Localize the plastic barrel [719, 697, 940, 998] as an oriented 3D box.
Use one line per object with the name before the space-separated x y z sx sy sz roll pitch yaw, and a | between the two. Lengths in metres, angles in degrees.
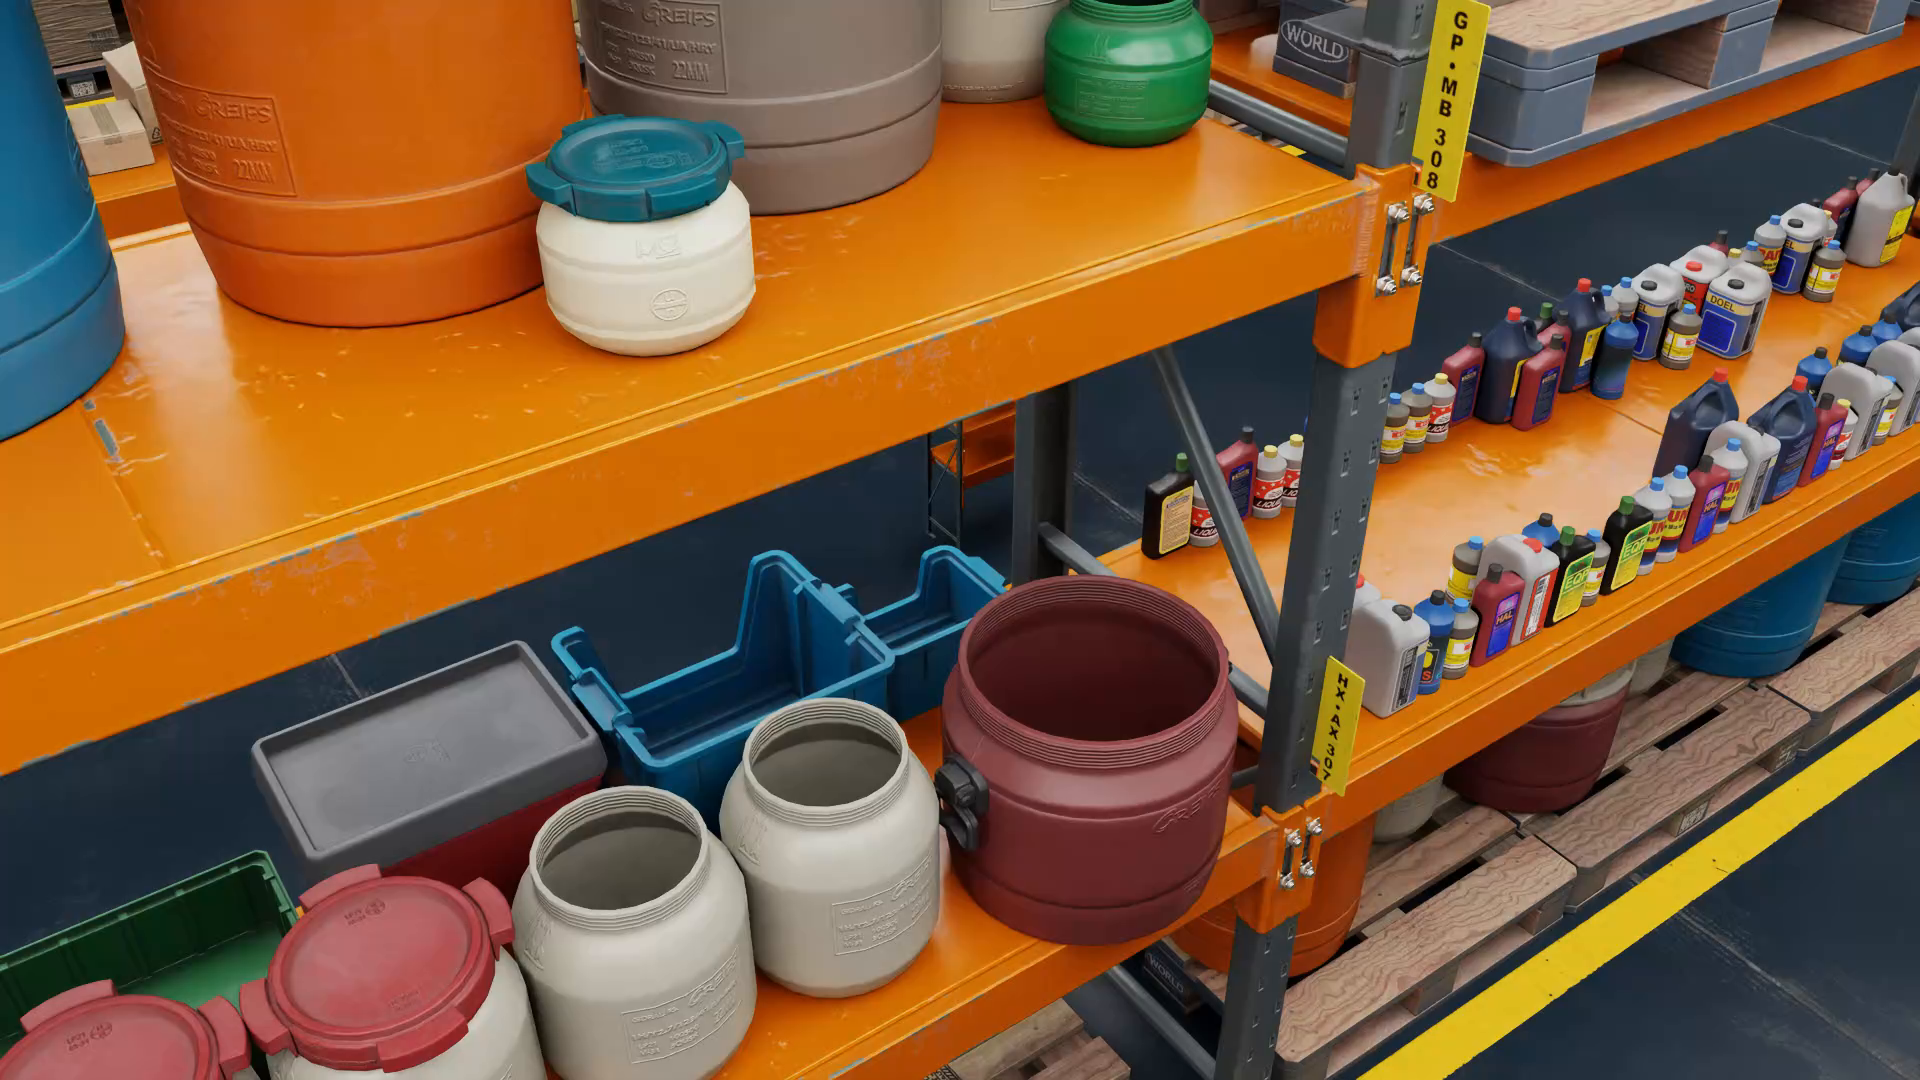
plastic barrel | -0.250 0.603 3.247 0.421 0.512 0.421 0 36 0

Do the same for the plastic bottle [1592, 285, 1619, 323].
plastic bottle | 2.003 -0.671 5.224 0.097 0.271 0.097 0 36 0

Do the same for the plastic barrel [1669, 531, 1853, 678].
plastic barrel | 2.704 -0.051 5.689 0.708 0.901 0.600 -22 41 -28

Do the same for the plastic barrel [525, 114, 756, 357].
plastic barrel | -0.437 -0.422 2.318 0.301 0.262 0.301 0 36 0

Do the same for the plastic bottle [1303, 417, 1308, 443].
plastic bottle | 1.005 -0.261 4.654 0.097 0.271 0.097 0 36 0

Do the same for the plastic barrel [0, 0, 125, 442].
plastic barrel | -1.442 -0.590 2.004 0.708 0.901 0.600 -22 41 -28

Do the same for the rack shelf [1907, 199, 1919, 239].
rack shelf | 5.372 -1.526 6.919 4.000 0.370 1.077 -22 41 -28

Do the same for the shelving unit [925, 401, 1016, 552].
shelving unit | 0.135 -0.543 6.477 0.503 1.200 0.258 -22 41 -28

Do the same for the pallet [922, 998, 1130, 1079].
pallet | -0.188 1.574 4.380 1.213 0.211 1.003 -22 41 -28

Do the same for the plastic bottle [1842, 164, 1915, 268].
plastic bottle | 3.230 -1.148 5.819 0.185 0.351 0.144 -22 41 -28

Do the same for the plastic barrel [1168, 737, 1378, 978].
plastic barrel | 0.858 0.738 4.654 0.708 0.830 0.600 -22 41 -28

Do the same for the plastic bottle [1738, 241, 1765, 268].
plastic bottle | 2.650 -0.909 5.615 0.097 0.201 0.097 0 36 0

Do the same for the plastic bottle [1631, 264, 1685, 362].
plastic bottle | 2.193 -0.732 5.305 0.135 0.276 0.152 -22 41 -28

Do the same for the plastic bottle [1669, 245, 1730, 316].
plastic bottle | 2.383 -0.810 5.413 0.135 0.276 0.152 -22 41 -28

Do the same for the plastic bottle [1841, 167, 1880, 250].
plastic bottle | 3.192 -1.178 5.919 0.133 0.283 0.061 -22 41 -28

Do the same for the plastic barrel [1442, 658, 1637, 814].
plastic barrel | 1.781 0.456 5.253 0.708 0.588 0.600 -22 41 -28

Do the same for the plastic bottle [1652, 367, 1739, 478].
plastic bottle | 2.076 -0.317 4.664 0.185 0.351 0.144 -22 41 -28

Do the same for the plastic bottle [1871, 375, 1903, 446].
plastic bottle | 2.702 -0.388 4.891 0.097 0.201 0.097 0 36 0

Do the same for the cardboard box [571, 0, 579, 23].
cardboard box | -1.933 -2.642 7.409 0.700 0.500 0.500 23 41 28

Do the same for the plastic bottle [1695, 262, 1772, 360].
plastic bottle | 2.470 -0.737 5.312 0.135 0.276 0.152 -22 41 -28

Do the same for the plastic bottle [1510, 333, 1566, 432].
plastic bottle | 1.721 -0.470 4.935 0.133 0.283 0.061 -22 41 -28

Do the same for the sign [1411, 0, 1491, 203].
sign | 0.790 -0.715 2.696 0.005 0.325 0.100 -22 41 -28

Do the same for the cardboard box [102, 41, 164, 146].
cardboard box | -3.225 -1.921 6.928 0.500 0.311 0.500 -23 42 -28

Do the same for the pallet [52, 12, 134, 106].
pallet | -5.879 -3.134 10.927 1.213 0.211 1.003 -22 41 -28

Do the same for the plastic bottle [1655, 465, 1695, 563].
plastic bottle | 1.874 -0.076 4.397 0.097 0.271 0.097 0 36 0

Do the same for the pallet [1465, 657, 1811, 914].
pallet | 2.085 0.639 5.681 1.213 0.211 1.003 -22 41 -28

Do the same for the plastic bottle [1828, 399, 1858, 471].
plastic bottle | 2.512 -0.310 4.782 0.097 0.201 0.097 0 36 0

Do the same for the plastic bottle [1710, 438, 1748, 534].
plastic bottle | 2.062 -0.153 4.504 0.097 0.271 0.097 0 36 0

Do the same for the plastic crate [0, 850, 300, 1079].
plastic crate | -1.541 0.911 3.096 0.662 0.188 0.450 -22 41 -28

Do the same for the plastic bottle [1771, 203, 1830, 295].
plastic bottle | 2.840 -0.998 5.675 0.135 0.276 0.152 -22 41 -28

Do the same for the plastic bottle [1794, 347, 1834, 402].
plastic bottle | 2.504 -0.444 4.908 0.097 0.271 0.097 0 36 0

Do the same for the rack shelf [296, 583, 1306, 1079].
rack shelf | -1.167 1.165 3.178 4.000 0.370 1.077 -22 41 -28

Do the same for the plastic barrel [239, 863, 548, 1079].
plastic barrel | -0.940 0.881 2.840 0.433 0.535 0.433 0 36 0

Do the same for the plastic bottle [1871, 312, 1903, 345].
plastic bottle | 2.803 -0.567 5.080 0.097 0.271 0.097 0 36 0

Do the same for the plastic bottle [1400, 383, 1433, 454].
plastic bottle | 1.324 -0.363 4.856 0.097 0.201 0.097 0 36 0

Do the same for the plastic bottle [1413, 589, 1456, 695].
plastic bottle | 1.118 0.235 3.964 0.097 0.271 0.097 0 36 0

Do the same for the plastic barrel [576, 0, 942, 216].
plastic barrel | -0.329 -1.049 2.641 0.600 0.901 0.600 0 36 0

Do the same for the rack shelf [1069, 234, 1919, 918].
rack shelf | 2.103 -0.181 5.048 4.000 0.370 1.077 -22 41 -28

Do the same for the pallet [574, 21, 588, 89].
pallet | -1.869 -2.349 7.611 1.003 0.211 1.213 -22 41 -28

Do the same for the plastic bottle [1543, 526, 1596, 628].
plastic bottle | 1.522 0.077 4.174 0.133 0.283 0.061 -22 41 -28

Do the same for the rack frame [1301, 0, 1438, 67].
rack frame | 0.468 -2.235 2.151 0.127 3.000 1.000 -22 41 -28

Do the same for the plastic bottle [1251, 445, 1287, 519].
plastic bottle | 0.846 -0.167 4.583 0.097 0.201 0.097 0 36 0

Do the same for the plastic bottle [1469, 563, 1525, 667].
plastic bottle | 1.303 0.167 4.048 0.133 0.283 0.061 -22 41 -28

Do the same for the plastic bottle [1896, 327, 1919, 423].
plastic bottle | 2.891 -0.516 5.004 0.135 0.276 0.152 -22 41 -28

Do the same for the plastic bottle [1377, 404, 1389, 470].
plastic bottle | 1.164 -0.326 4.745 0.097 0.271 0.097 0 36 0

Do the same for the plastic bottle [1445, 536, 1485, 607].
plastic bottle | 1.299 0.081 4.239 0.097 0.201 0.097 0 36 0

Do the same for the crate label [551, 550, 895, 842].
crate label | -0.500 0.391 3.607 0.616 0.435 0.502 -22 41 -28

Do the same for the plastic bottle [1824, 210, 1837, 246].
plastic bottle | 2.999 -1.053 5.815 0.097 0.201 0.097 0 36 0

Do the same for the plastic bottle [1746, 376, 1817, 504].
plastic bottle | 2.274 -0.290 4.626 0.185 0.351 0.144 -22 41 -28

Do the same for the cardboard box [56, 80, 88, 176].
cardboard box | -3.745 -1.634 6.367 0.500 0.500 0.500 -25 42 -30

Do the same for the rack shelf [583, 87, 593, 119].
rack shelf | -0.748 -2.546 8.337 4.000 0.370 1.077 -22 41 -28

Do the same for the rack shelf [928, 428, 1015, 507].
rack shelf | 0.135 -0.327 6.632 0.480 0.148 0.258 -22 41 -28

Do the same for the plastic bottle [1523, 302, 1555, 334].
plastic bottle | 1.747 -0.584 5.093 0.133 0.283 0.061 -22 41 -28

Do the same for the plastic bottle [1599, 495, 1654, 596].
plastic bottle | 1.710 0.000 4.281 0.133 0.283 0.061 -22 41 -28

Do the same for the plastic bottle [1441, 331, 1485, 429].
plastic bottle | 1.487 -0.477 4.944 0.133 0.283 0.061 -22 41 -28

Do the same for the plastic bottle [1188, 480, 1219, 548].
plastic bottle | 0.657 -0.089 4.475 0.097 0.201 0.097 0 36 0

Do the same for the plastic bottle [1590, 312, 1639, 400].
plastic bottle | 2.006 -0.570 5.083 0.097 0.271 0.097 0 36 0
